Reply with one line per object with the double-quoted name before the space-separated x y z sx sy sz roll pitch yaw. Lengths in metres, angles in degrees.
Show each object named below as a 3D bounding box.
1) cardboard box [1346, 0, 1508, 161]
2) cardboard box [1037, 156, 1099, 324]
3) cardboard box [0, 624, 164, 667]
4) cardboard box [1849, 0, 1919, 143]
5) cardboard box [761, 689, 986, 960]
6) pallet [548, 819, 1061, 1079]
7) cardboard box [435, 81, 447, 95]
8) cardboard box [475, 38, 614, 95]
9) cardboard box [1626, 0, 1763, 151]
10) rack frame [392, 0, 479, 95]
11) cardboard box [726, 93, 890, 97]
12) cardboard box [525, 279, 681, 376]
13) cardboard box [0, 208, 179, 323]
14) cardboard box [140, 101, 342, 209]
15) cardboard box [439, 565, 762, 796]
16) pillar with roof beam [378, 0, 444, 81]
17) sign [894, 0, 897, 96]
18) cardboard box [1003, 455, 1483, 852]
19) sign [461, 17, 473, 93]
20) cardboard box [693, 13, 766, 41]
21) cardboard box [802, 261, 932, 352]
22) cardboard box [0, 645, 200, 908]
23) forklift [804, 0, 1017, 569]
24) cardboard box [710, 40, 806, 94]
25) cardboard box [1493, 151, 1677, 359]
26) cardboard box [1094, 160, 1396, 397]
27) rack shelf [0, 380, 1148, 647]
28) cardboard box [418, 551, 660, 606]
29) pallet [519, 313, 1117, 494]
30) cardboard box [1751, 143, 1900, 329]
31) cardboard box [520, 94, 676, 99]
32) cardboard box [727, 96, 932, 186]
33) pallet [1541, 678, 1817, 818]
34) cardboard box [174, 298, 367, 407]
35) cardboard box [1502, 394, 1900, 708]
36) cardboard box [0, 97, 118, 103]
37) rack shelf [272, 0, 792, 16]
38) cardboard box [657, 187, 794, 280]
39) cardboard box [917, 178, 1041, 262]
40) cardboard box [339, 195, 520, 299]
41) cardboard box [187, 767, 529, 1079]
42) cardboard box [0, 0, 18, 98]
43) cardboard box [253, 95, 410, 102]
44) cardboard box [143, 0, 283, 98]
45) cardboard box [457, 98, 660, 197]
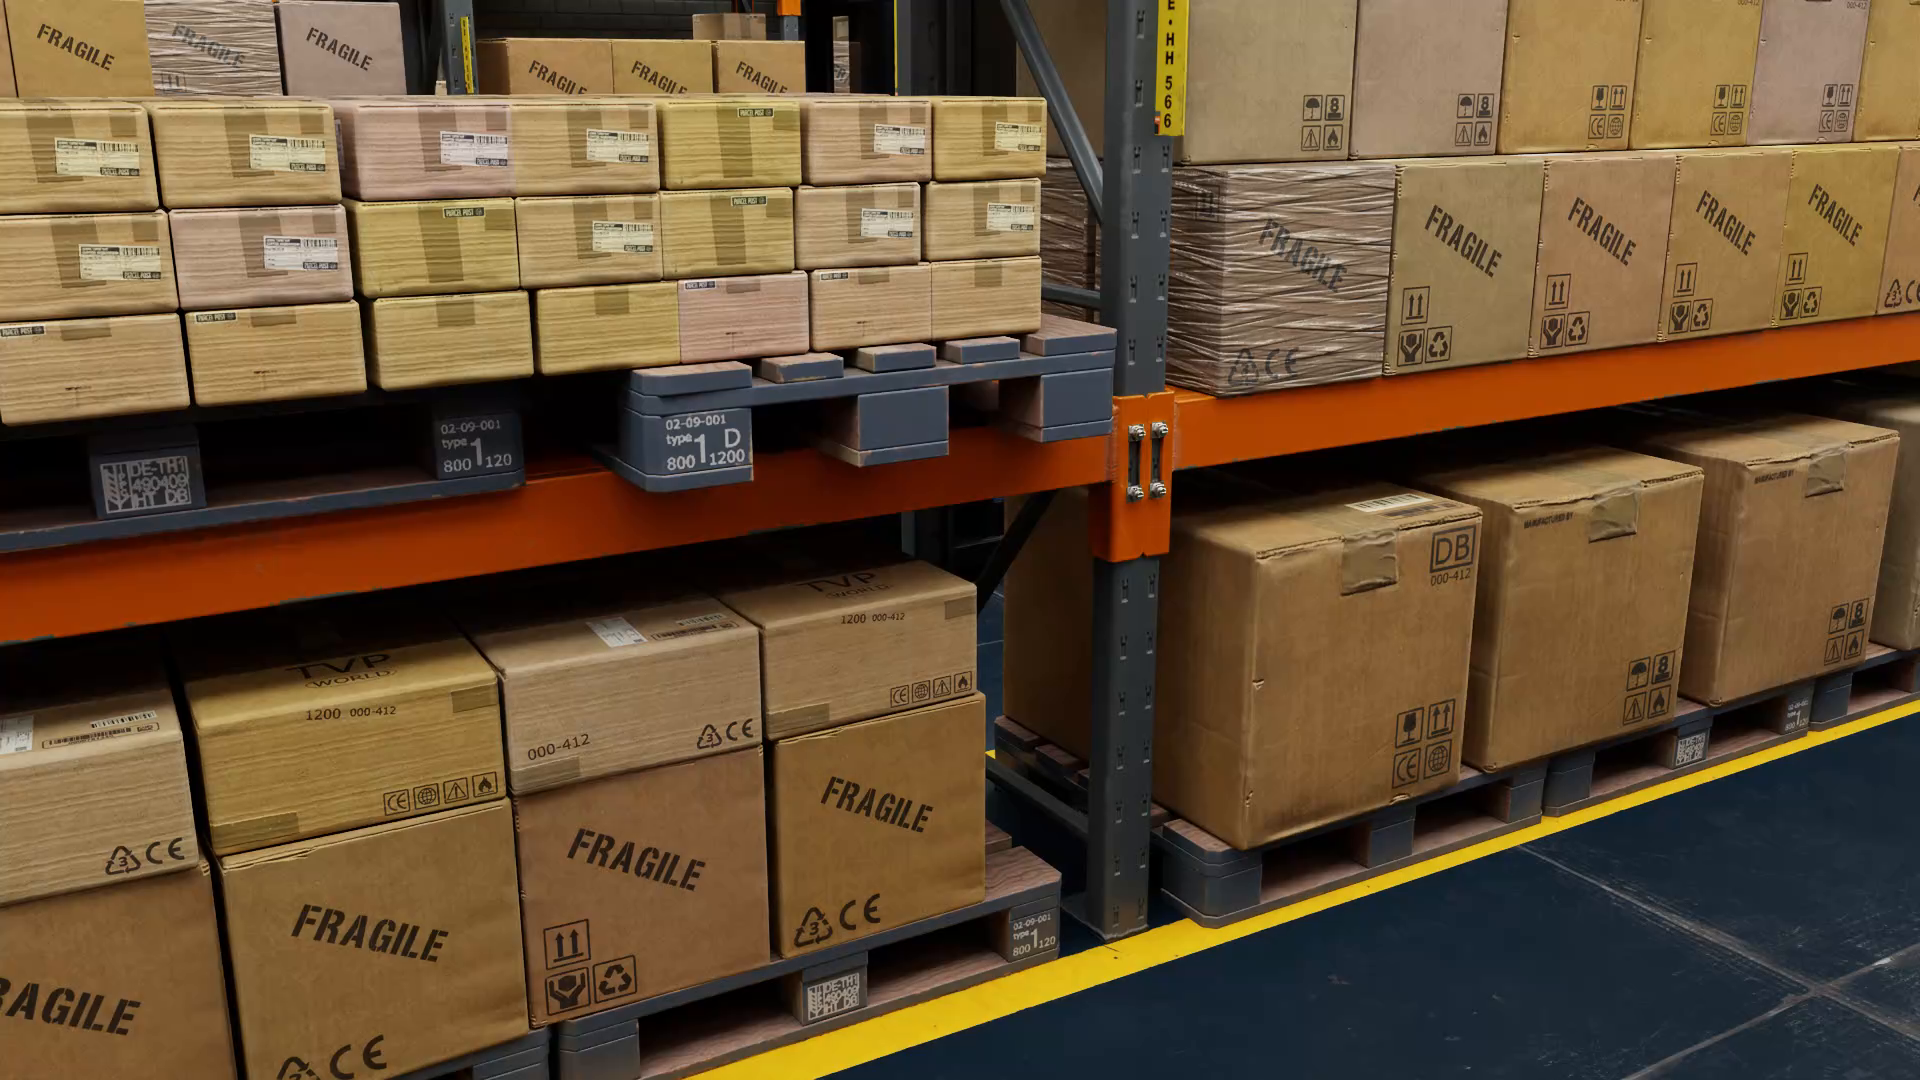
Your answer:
"cardboard box" 0.968 -1.263 4.322 0.500 0.500 0.700 -10 18 -31
"cardboard box" 0.393 -0.776 4.436 0.500 0.500 0.500 -9 18 -30
"cardboard box" -1.882 0.286 3.296 0.500 0.250 0.500 -10 19 -32
"cardboard box" 2.712 -1.546 5.331 0.500 0.500 0.700 -10 18 -31
"cardboard box" -0.284 0.550 3.743 0.500 0.500 0.500 -9 18 -30
"pallet" -0.525 0.848 3.994 1.213 0.211 1.003 -9 18 -30
"cardboard box" -3.972 -3.337 12.371 0.250 0.149 0.380 -9 18 -29
"cardboard box" -1.986 -2.137 7.961 0.500 0.500 0.500 -10 18 -31
"cardboard box" 1.845 -1.406 4.832 0.500 0.500 0.700 -9 18 -30
"rack frame" -2.490 -1.734 8.040 0.127 3.000 1.000 -9 18 -30
"cardboard box" -0.354 -0.951 3.830 0.250 0.149 0.380 -9 18 -30
"cardboard box" -0.690 -0.406 2.987 0.250 0.149 0.380 -9 18 -30
"cardboard box" -1.369 -0.438 2.551 0.250 0.149 0.380 -10 18 -31
"cardboard box" -1.148 -0.617 2.640 0.250 0.149 0.380 -8 18 -27
"cardboard box" -0.733 0.266 3.369 0.500 0.250 0.500 -9 18 -29
"pillar with roof beam" -2.180 -5.165 9.162 0.400 9.000 9.100 -9 18 -30
"sign" -0.143 -1.289 4.304 0.005 0.325 0.100 -9 18 -30
"cardboard box" 0.714 0.214 4.479 0.750 0.750 1.050 -9 18 -30
"sign" -2.202 -2.164 7.427 0.005 0.325 0.100 -9 18 -30
"cardboard box" -1.233 -2.733 8.886 0.250 0.149 0.380 -10 19 -32
"cardboard box" -0.254 -0.475 3.236 0.250 0.149 0.380 -9 18 -30
"cardboard box" -1.619 0.407 2.864 0.500 0.250 0.500 -8 18 -28
"forklift" -0.520 -1.316 6.674 3.031 2.935 1.130 -10 19 -33
"cardboard box" -1.091 -2.286 8.495 0.500 0.500 0.500 -9 18 -29
"cardboard box" 1.536 -0.793 4.495 0.500 0.500 0.500 -9 18 -30
"cardboard box" 0.669 -0.651 3.990 0.500 0.500 0.500 -9 18 -29
"rack shelf" -1.569 0.021 3.109 4.000 0.370 1.077 -9 18 -30
"cardboard box" -1.005 0.148 3.790 0.500 0.250 0.500 -9 18 -30
"pallet" -0.411 -0.387 3.589 1.003 0.211 1.213 -9 18 -30
"cardboard box" 2.398 -0.932 4.994 0.500 0.500 0.500 -9 18 -29
"cardboard box" -0.792 -0.880 3.578 0.250 0.149 0.380 -9 18 -30
"cardboard box" -0.255 -0.762 3.157 0.250 0.149 0.380 -9 18 -30
"pallet" 1.905 0.479 5.310 1.213 0.211 1.003 -9 18 -30
"cardboard box" -1.143 -0.332 2.726 0.250 0.149 0.380 -9 18 -28
"cardboard box" 2.260 -0.038 5.377 0.750 0.750 1.050 -9 18 -30
"cardboard box" -1.692 -0.735 3.058 0.250 0.149 0.380 -10 18 -30
"rack shelf" -3.336 -4.258 12.819 4.000 0.370 1.077 -9 18 -30
"cardboard box" -0.496 -0.579 3.054 0.250 0.149 0.380 -9 18 -28
"cardboard box" -0.044 -0.654 3.320 0.250 0.149 0.380 -9 18 -29
"cardboard box" -0.925 -0.510 2.809 0.250 0.149 0.380 -9 18 -30
"cardboard box" -1.176 0.699 3.213 0.500 0.500 0.500 -10 19 -32
"cardboard box" -4.101 -1.922 6.672 0.500 0.500 0.500 -10 18 -31
"cardboard box" -1.250 -0.806 3.312 0.250 0.149 0.380 -8 18 -27
"cardboard box" -3.235 -2.058 7.158 0.500 0.500 0.500 -9 18 -29
"cardboard box" -0.707 -0.688 2.892 0.250 0.149 0.380 -9 18 -28
